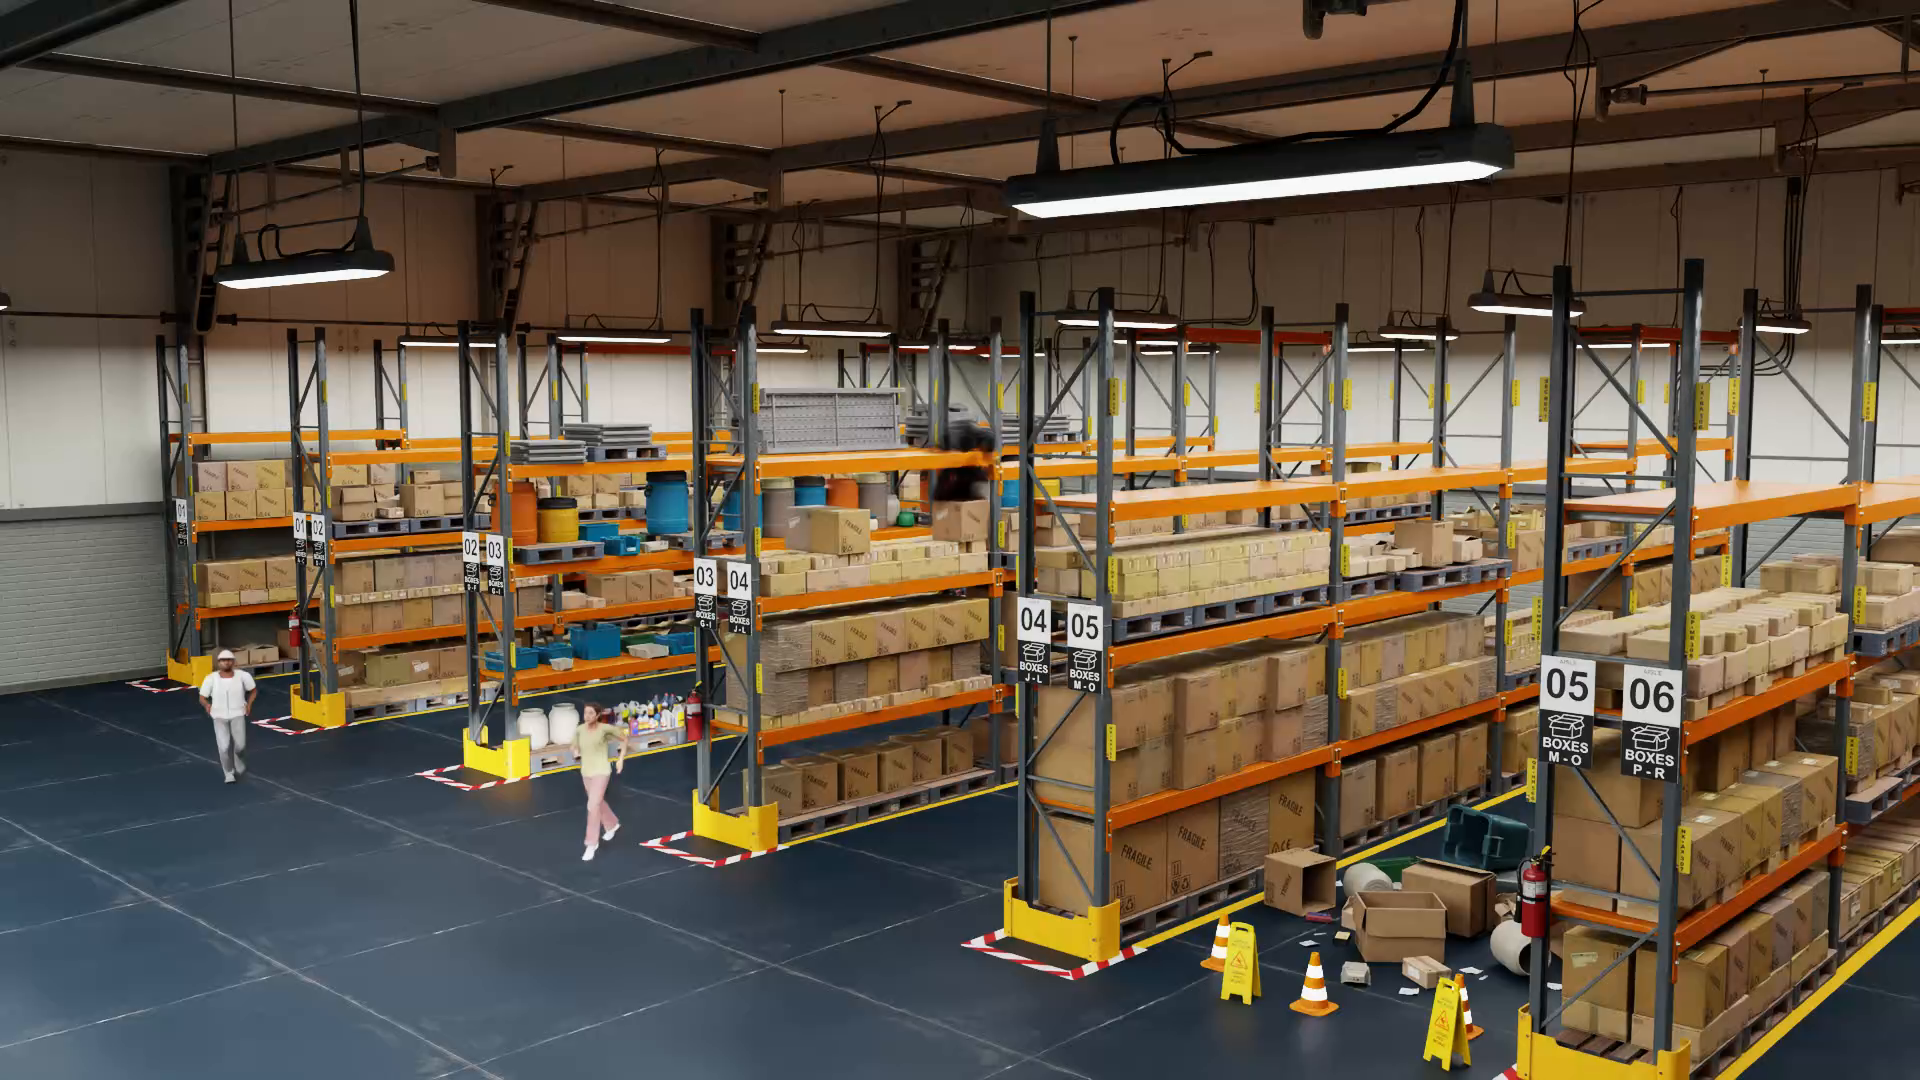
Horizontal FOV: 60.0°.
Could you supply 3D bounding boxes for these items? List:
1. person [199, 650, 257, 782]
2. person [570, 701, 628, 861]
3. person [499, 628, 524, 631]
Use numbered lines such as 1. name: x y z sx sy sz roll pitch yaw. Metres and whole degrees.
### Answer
1. person: -9.481 2.282 21.564 0.695 1.719 0.600 -2 6 -24
2. person: -4.023 2.613 18.413 0.600 1.692 0.887 2 6 19
3. person: -7.959 1.501 29.721 0.691 1.762 0.799 5 7 43
